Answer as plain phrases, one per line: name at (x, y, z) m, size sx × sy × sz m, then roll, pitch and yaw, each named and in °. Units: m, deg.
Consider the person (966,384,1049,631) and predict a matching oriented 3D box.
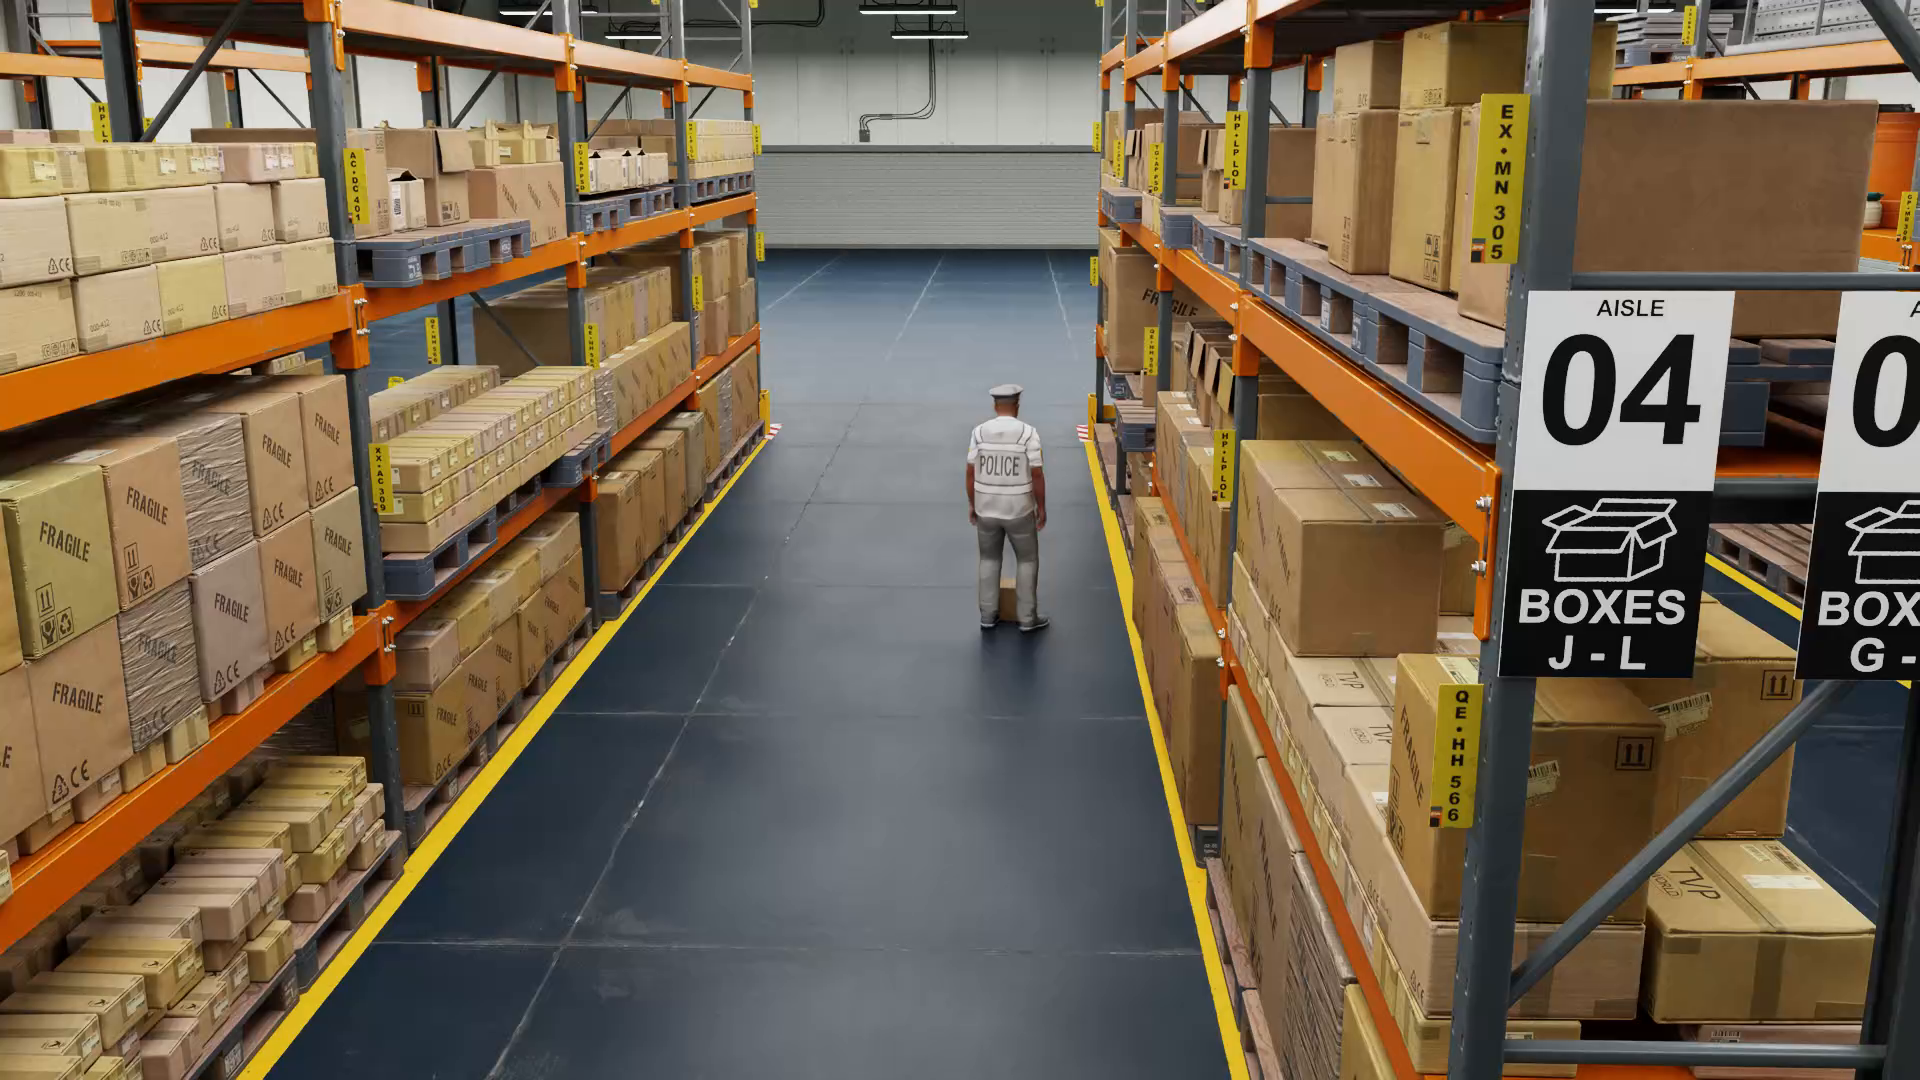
person at (0.328, -0.219, 11.873) m, size 0.584 × 1.747 × 0.435 m, roll 4°, pitch 14°, yaw 17°
